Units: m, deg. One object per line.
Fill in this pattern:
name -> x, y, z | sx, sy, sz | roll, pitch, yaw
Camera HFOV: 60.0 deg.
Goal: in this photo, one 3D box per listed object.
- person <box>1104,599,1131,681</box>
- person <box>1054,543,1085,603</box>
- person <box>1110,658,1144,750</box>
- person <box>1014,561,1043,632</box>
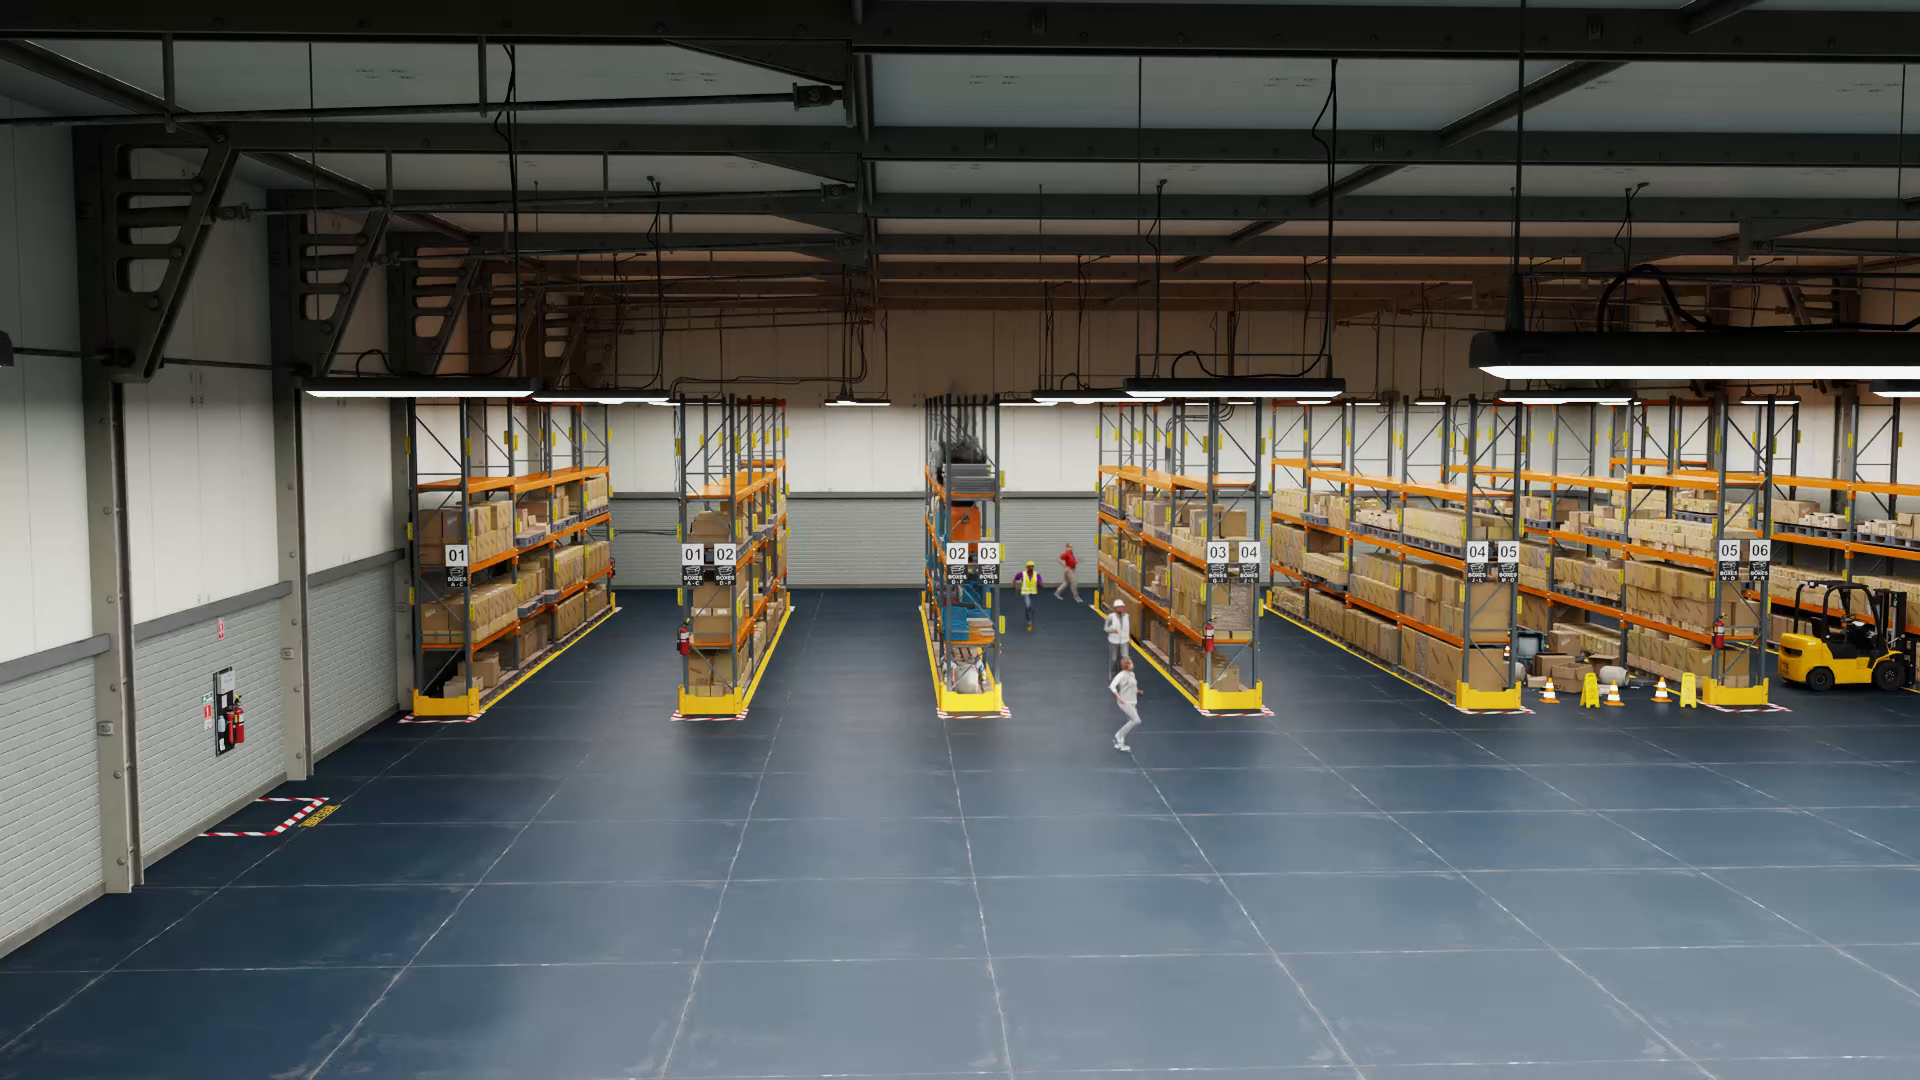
person -> 3.261, 2.115, 34.362 | 0.610, 1.805, 0.889 | 0, 5, -4
person -> 3.233, 0.966, 49.091 | 0.937, 1.740, 0.654 | 1, 5, 12
person -> 2.815, 2.741, 27.750 | 0.502, 1.556, 0.604 | 3, 5, 32
person -> 1.802, 1.440, 43.169 | 0.707, 1.794, 0.887 | -1, 5, -14
